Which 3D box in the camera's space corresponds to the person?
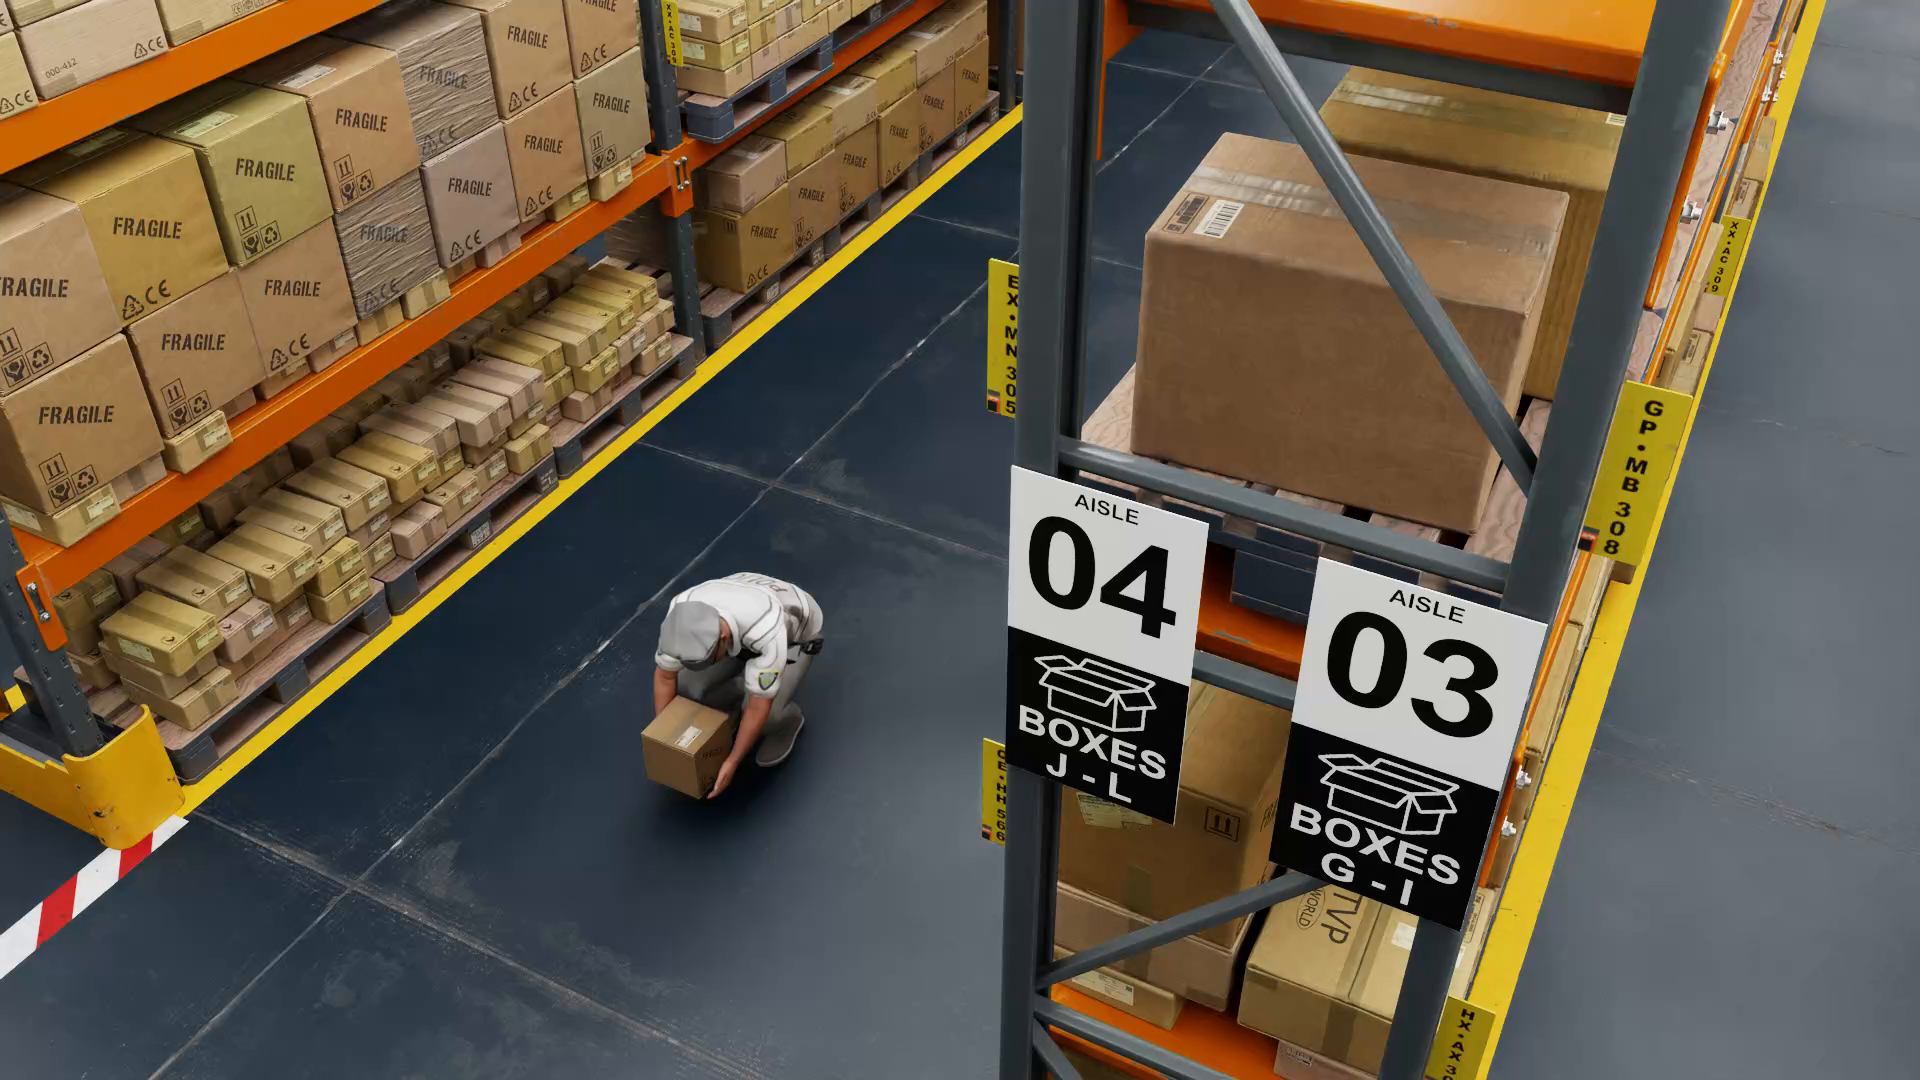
[{"bbox_3d":[-0.894,0.488,6.728,0.566,1.009,0.910,18,41,21],"label":"person"}]
